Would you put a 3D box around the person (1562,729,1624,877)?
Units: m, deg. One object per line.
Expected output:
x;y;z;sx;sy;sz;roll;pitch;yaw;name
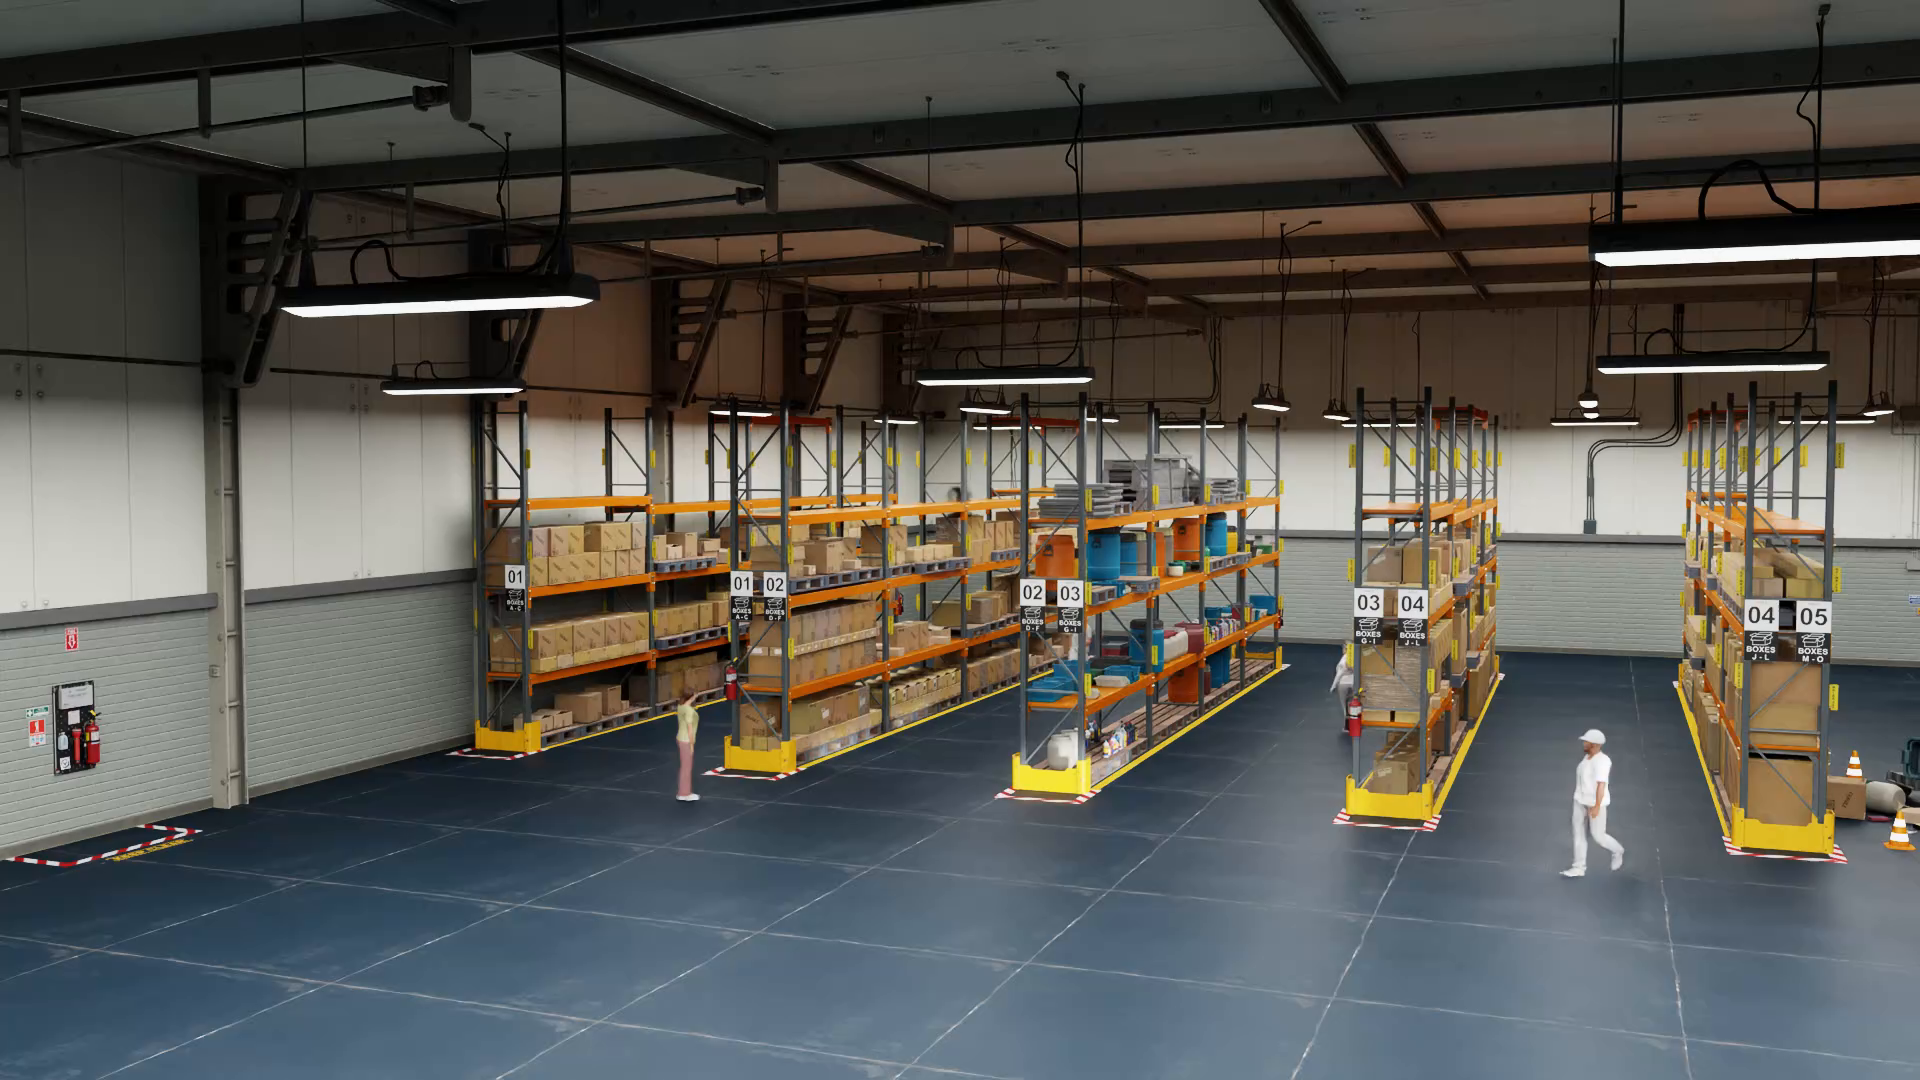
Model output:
7.608;3.147;19.919;0.792;1.756;0.501;-2;3;-32;person

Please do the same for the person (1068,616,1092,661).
2.556;2.442;35.544;0.565;1.798;0.892;1;3;20;person

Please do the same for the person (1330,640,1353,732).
7.049;2.693;30.386;0.526;1.739;0.461;-1;3;-22;person

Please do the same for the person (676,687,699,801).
-3.990;2.979;24.360;0.321;1.681;0.481;-1;3;-23;person
